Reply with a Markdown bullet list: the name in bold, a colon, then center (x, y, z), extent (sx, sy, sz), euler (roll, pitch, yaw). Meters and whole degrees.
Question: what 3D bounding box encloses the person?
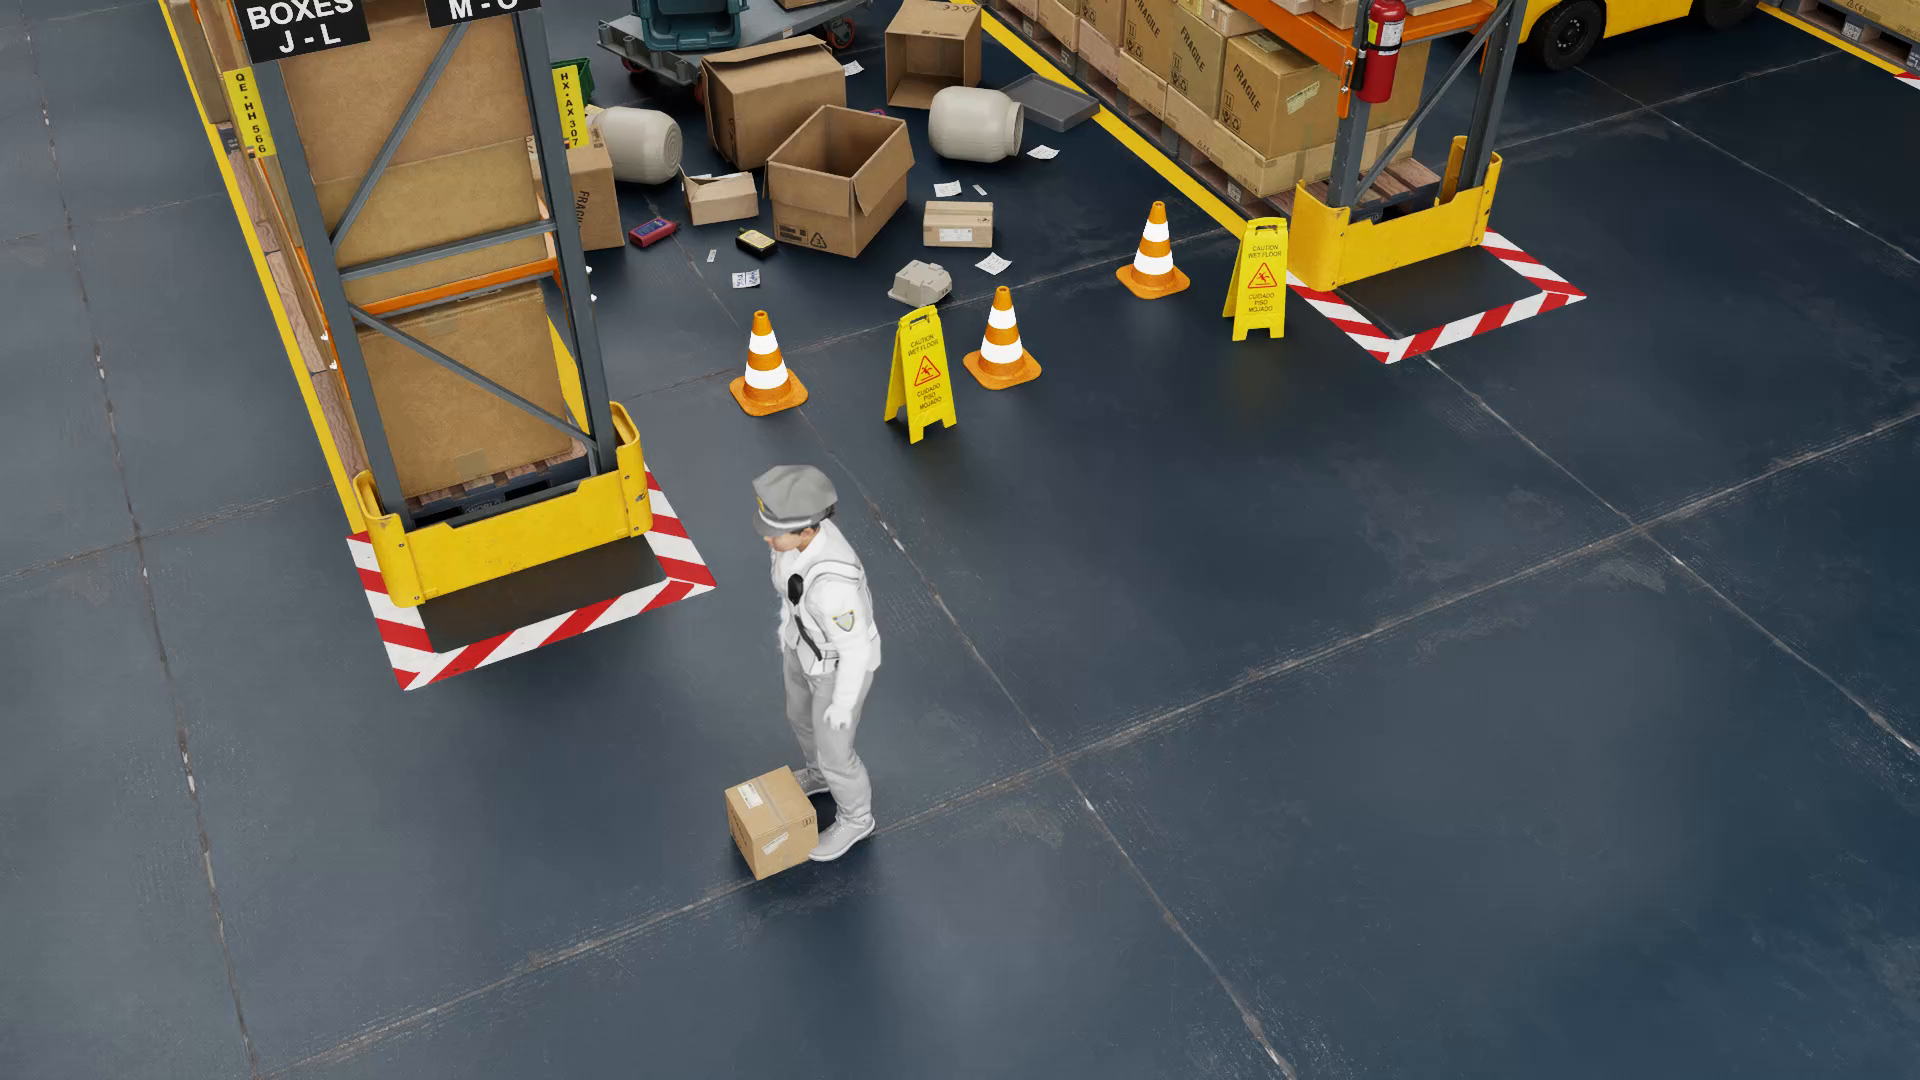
- **person**: center (-0.475, 0.418, 5.684), extent (0.376, 1.662, 0.527), euler (-19, 45, -20)
